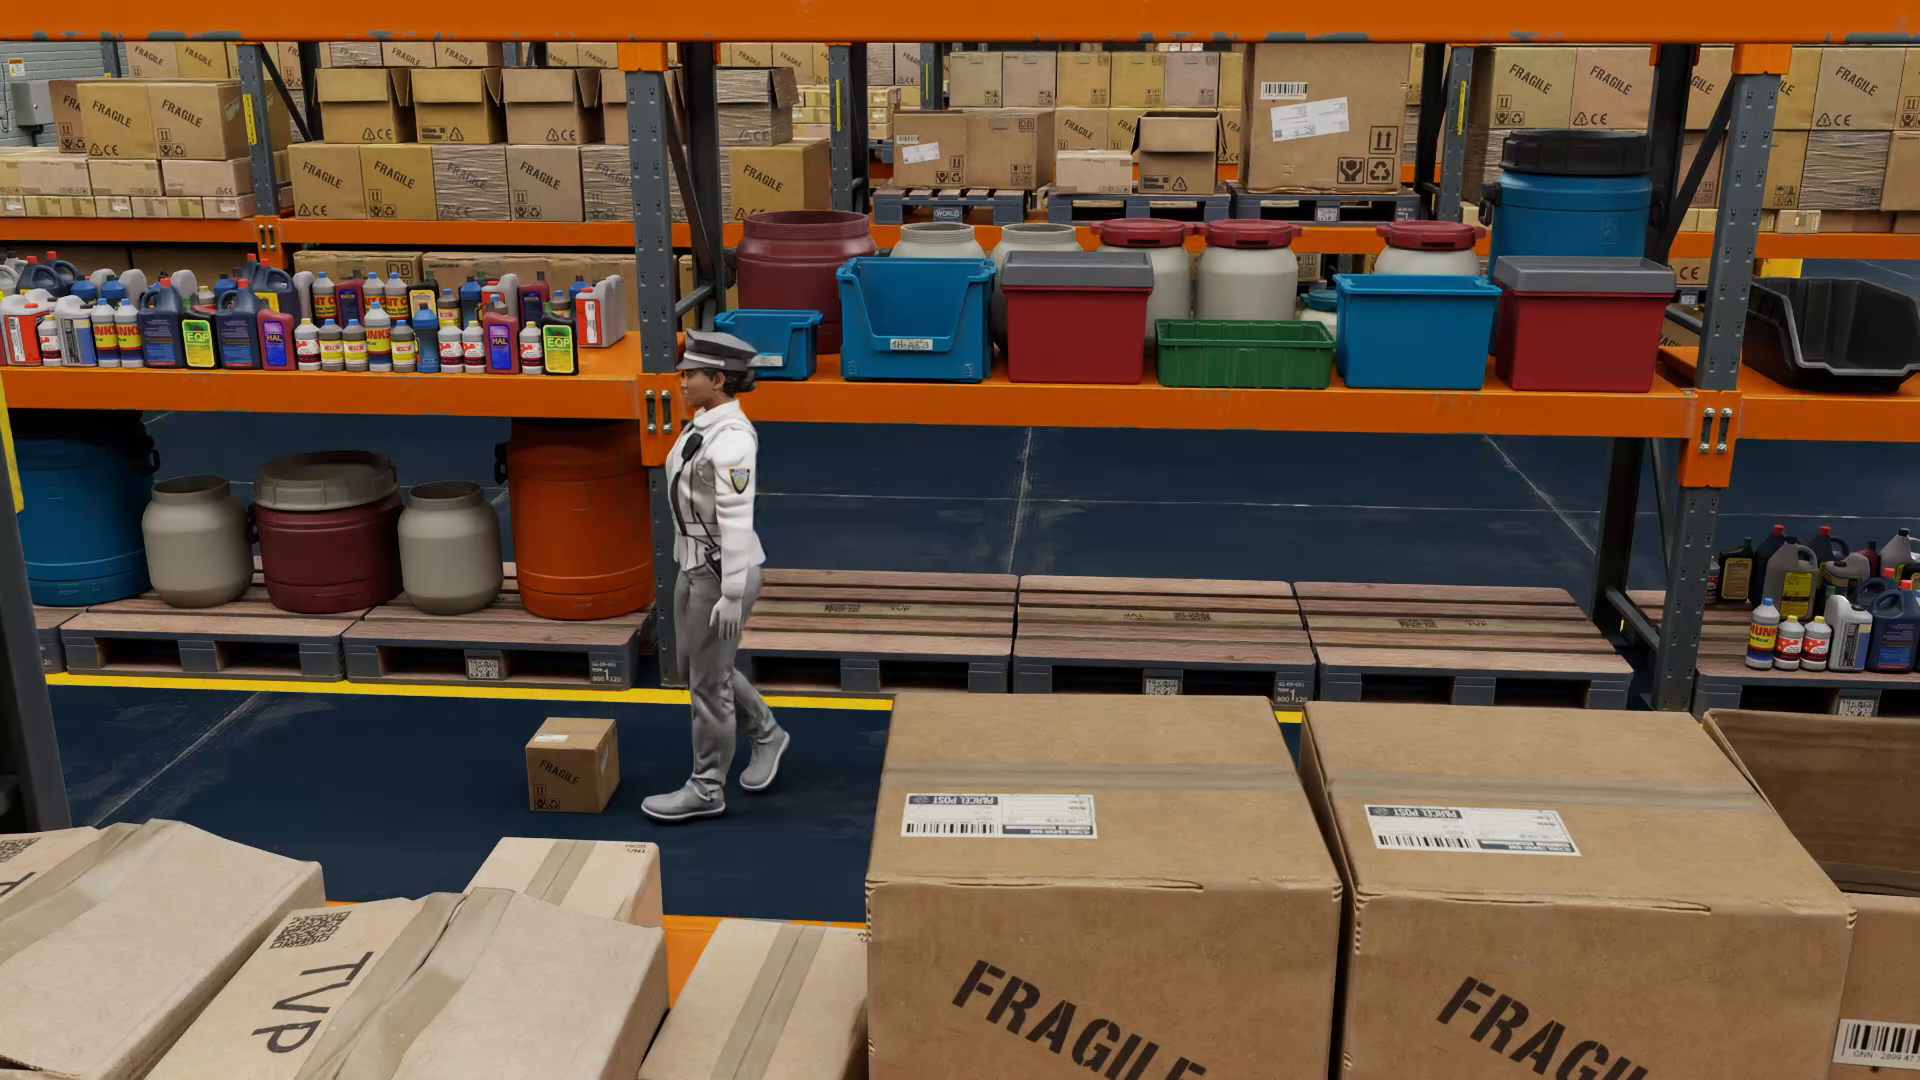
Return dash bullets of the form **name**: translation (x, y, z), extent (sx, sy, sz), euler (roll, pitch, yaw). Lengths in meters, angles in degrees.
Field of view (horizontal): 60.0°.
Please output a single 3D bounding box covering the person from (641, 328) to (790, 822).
- **person**: translation (-0.836, 0.121, 5.610), extent (0.578, 1.672, 0.526), euler (-6, 19, -19)
